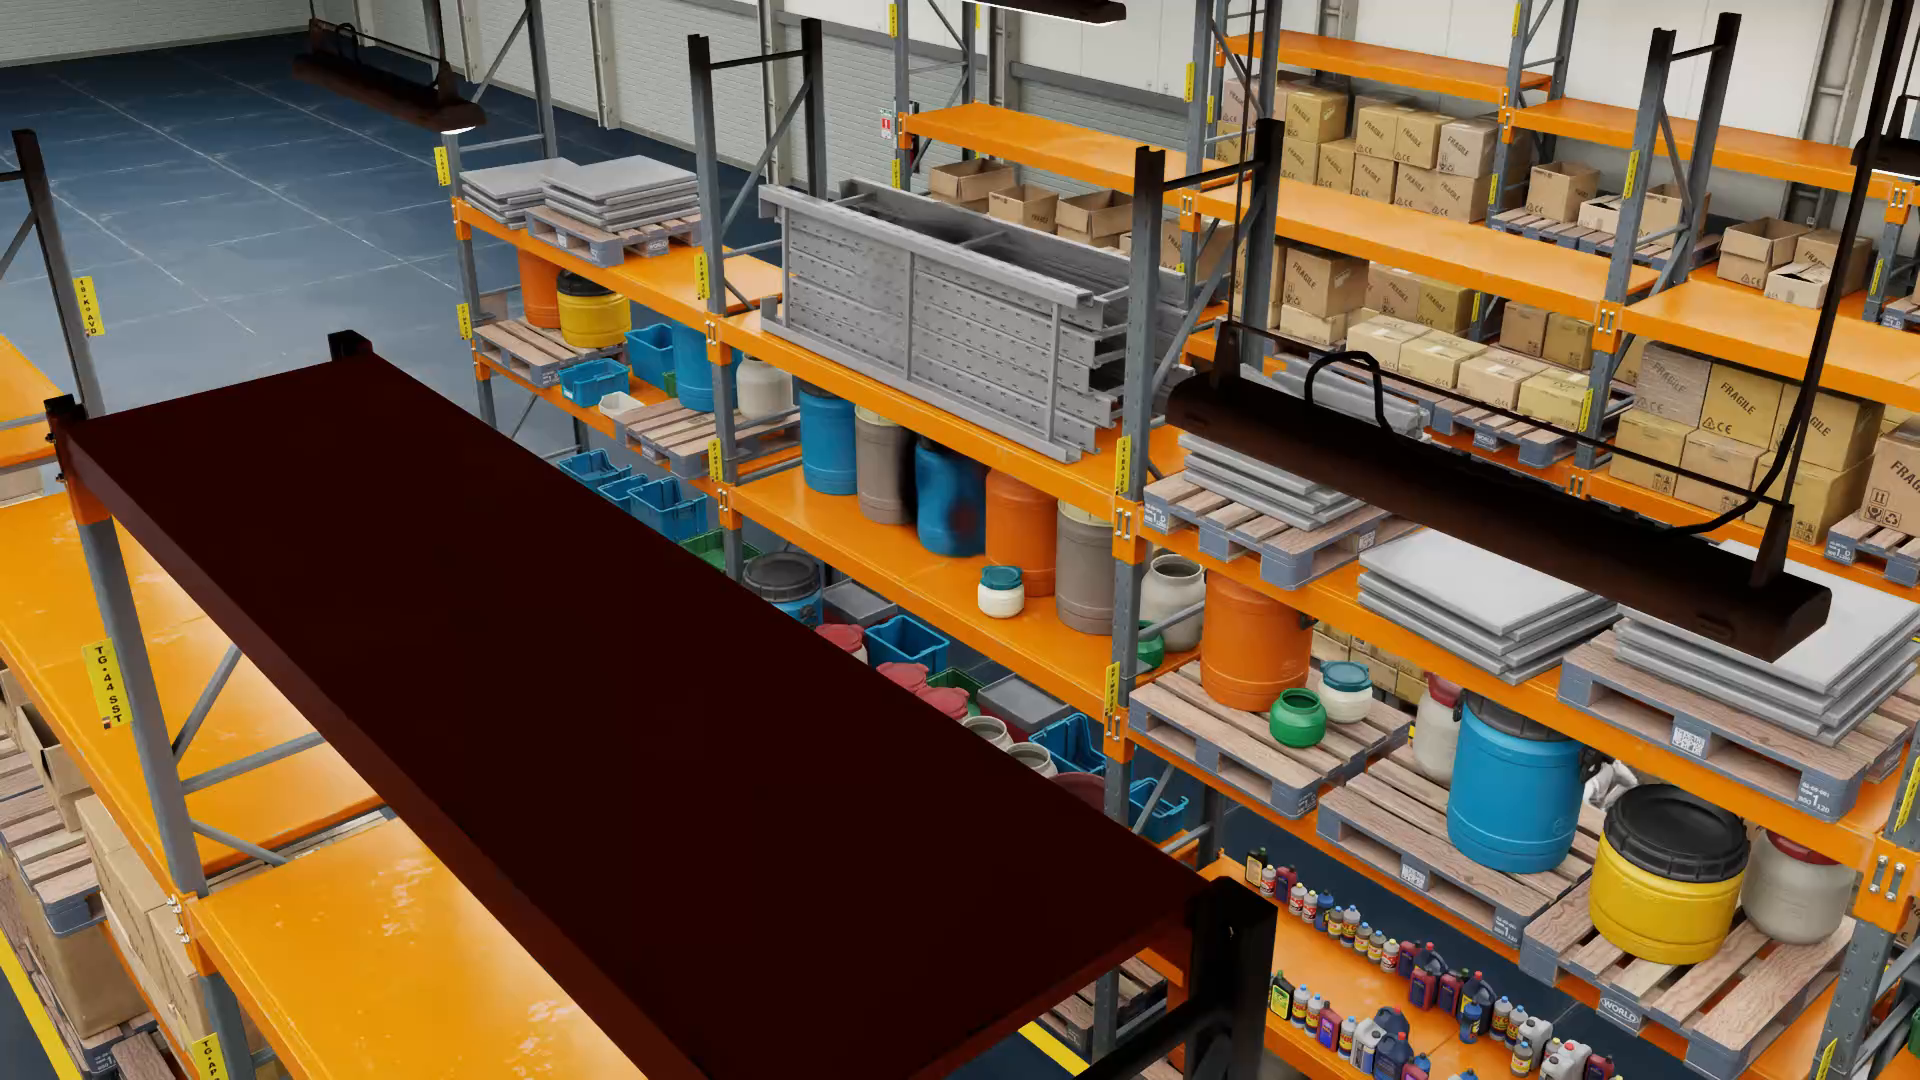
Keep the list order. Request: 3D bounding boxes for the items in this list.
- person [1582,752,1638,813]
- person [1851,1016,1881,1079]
[{"bbox_3d":[4.231,1.999,11.392,0.696,1.741,0.584,17,32,30],"label":"person"},{"bbox_3d":[4.935,3.308,9.224,0.542,1.676,0.692,-15,30,-26],"label":"person"}]
